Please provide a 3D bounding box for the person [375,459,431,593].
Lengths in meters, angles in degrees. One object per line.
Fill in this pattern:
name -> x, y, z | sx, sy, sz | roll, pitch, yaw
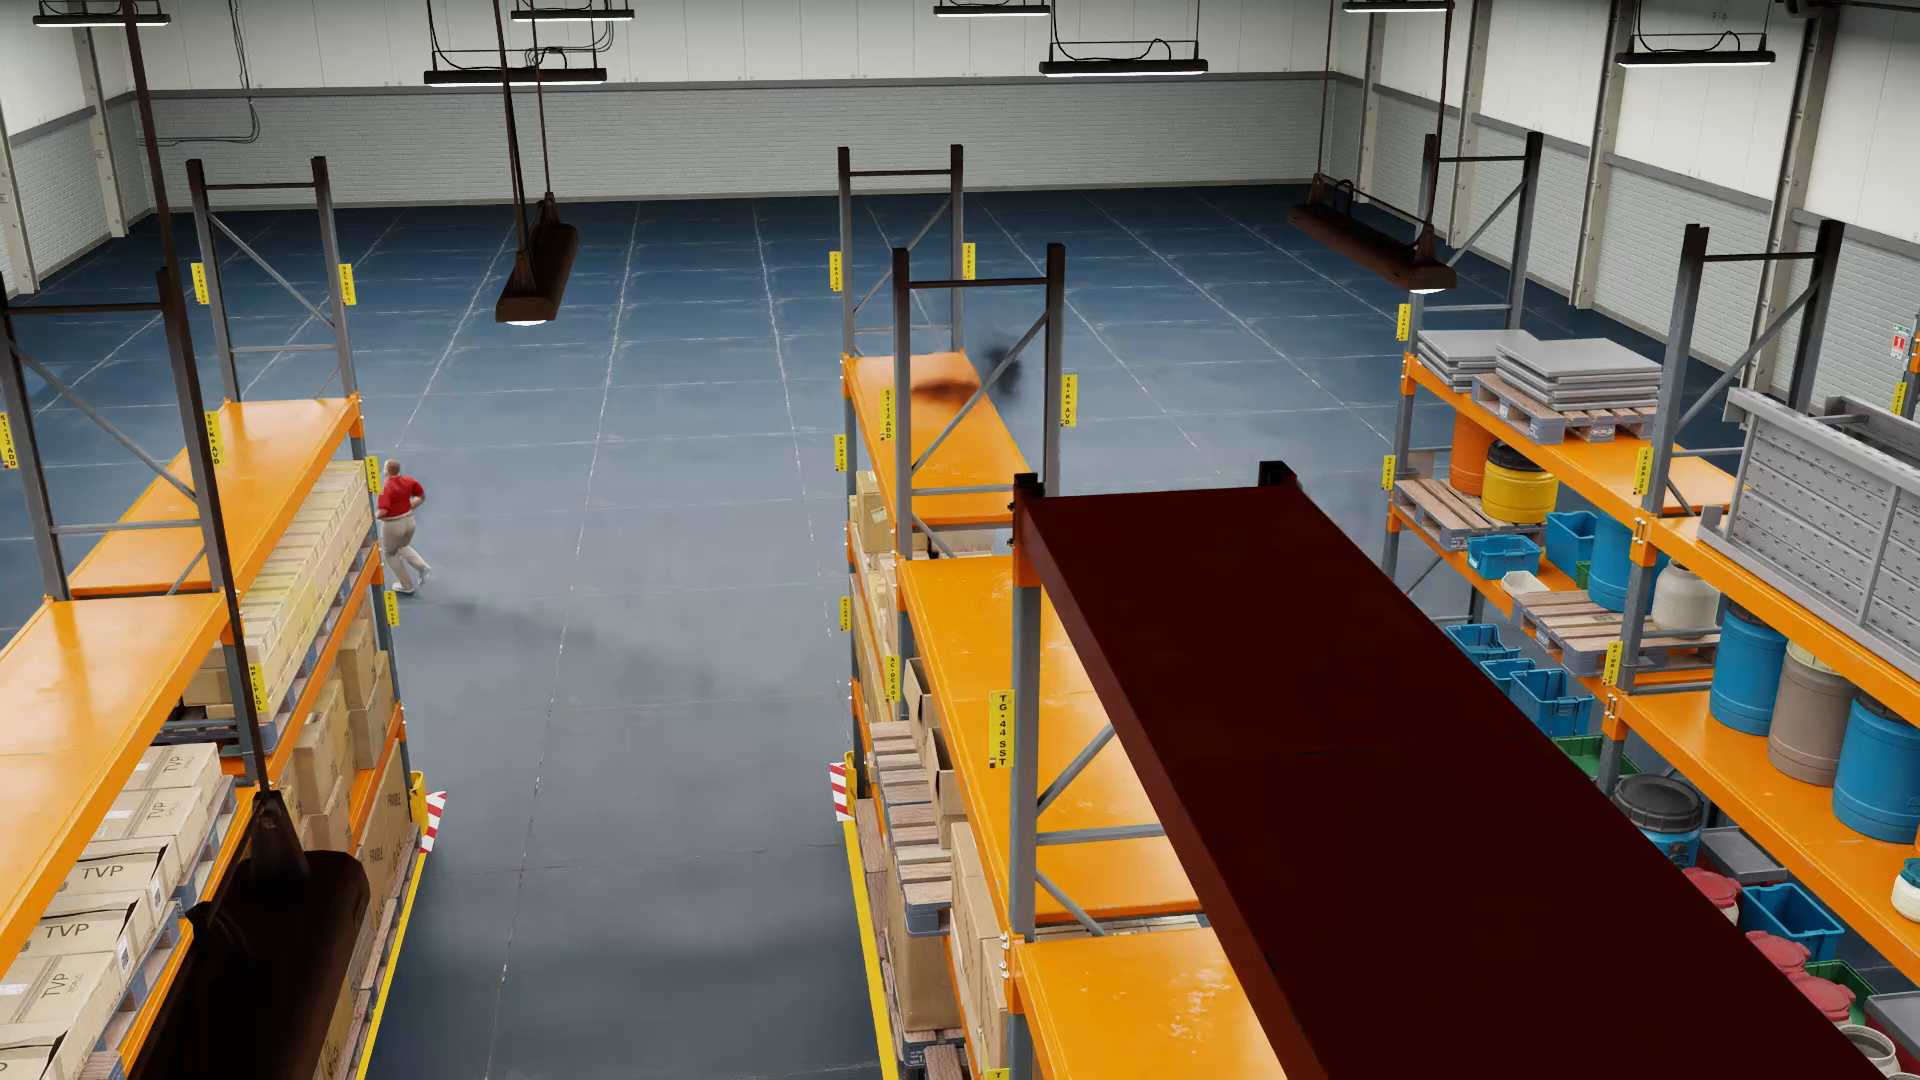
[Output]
person -> -6.701, -0.177, 19.807 | 0.619, 1.676, 0.658 | 12, 24, 27

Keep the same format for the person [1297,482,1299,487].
person -> 3.753, -0.015, 19.562 | 0.529, 1.557, 0.525 | 5, 22, 12
